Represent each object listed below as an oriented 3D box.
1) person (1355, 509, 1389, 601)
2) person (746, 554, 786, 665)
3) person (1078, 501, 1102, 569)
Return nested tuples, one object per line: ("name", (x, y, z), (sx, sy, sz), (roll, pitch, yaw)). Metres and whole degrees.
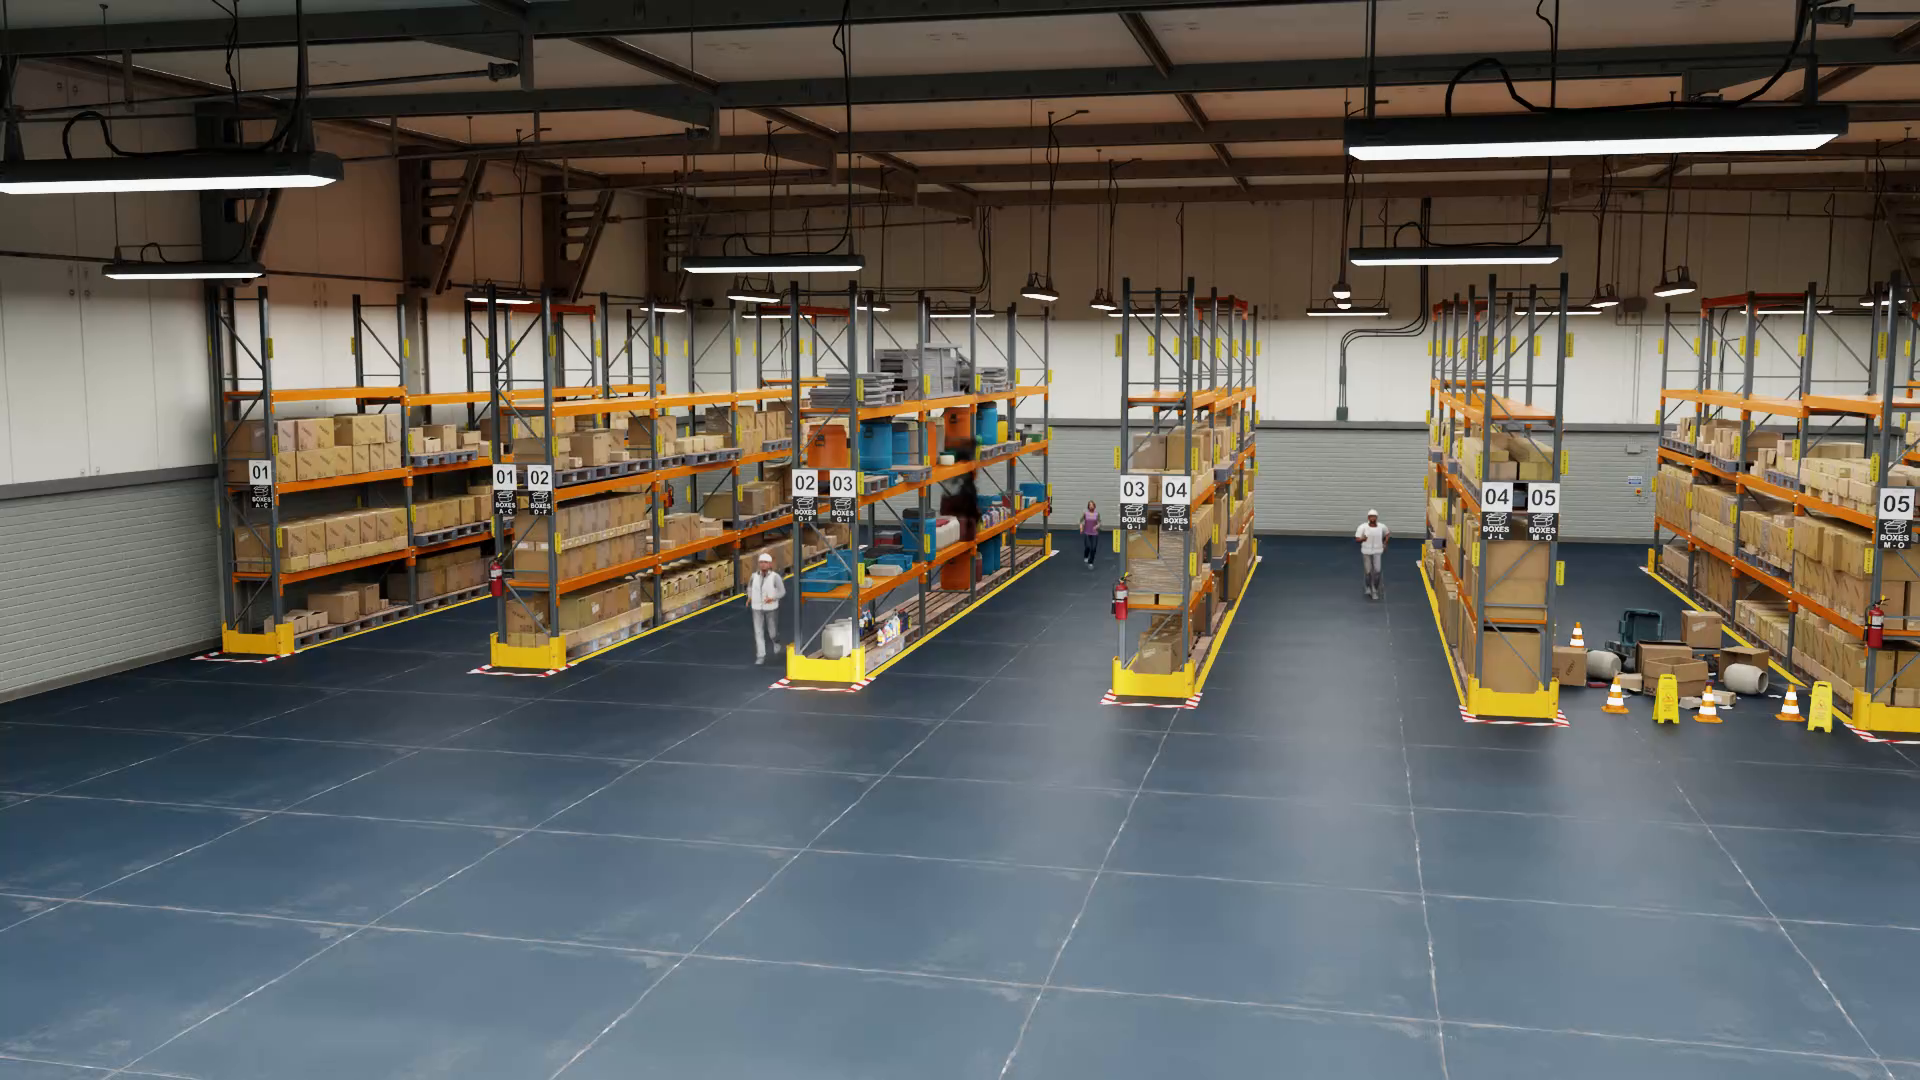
("person", (8.268, 0.295, 33.371), (0.674, 1.822, 0.730), (1, 7, 13))
("person", (-3.105, 1.087, 26.549), (0.682, 1.758, 0.863), (1, 7, 10))
("person", (2.962, -0.066, 37.771), (0.524, 1.468, 0.559), (0, 7, 0))
